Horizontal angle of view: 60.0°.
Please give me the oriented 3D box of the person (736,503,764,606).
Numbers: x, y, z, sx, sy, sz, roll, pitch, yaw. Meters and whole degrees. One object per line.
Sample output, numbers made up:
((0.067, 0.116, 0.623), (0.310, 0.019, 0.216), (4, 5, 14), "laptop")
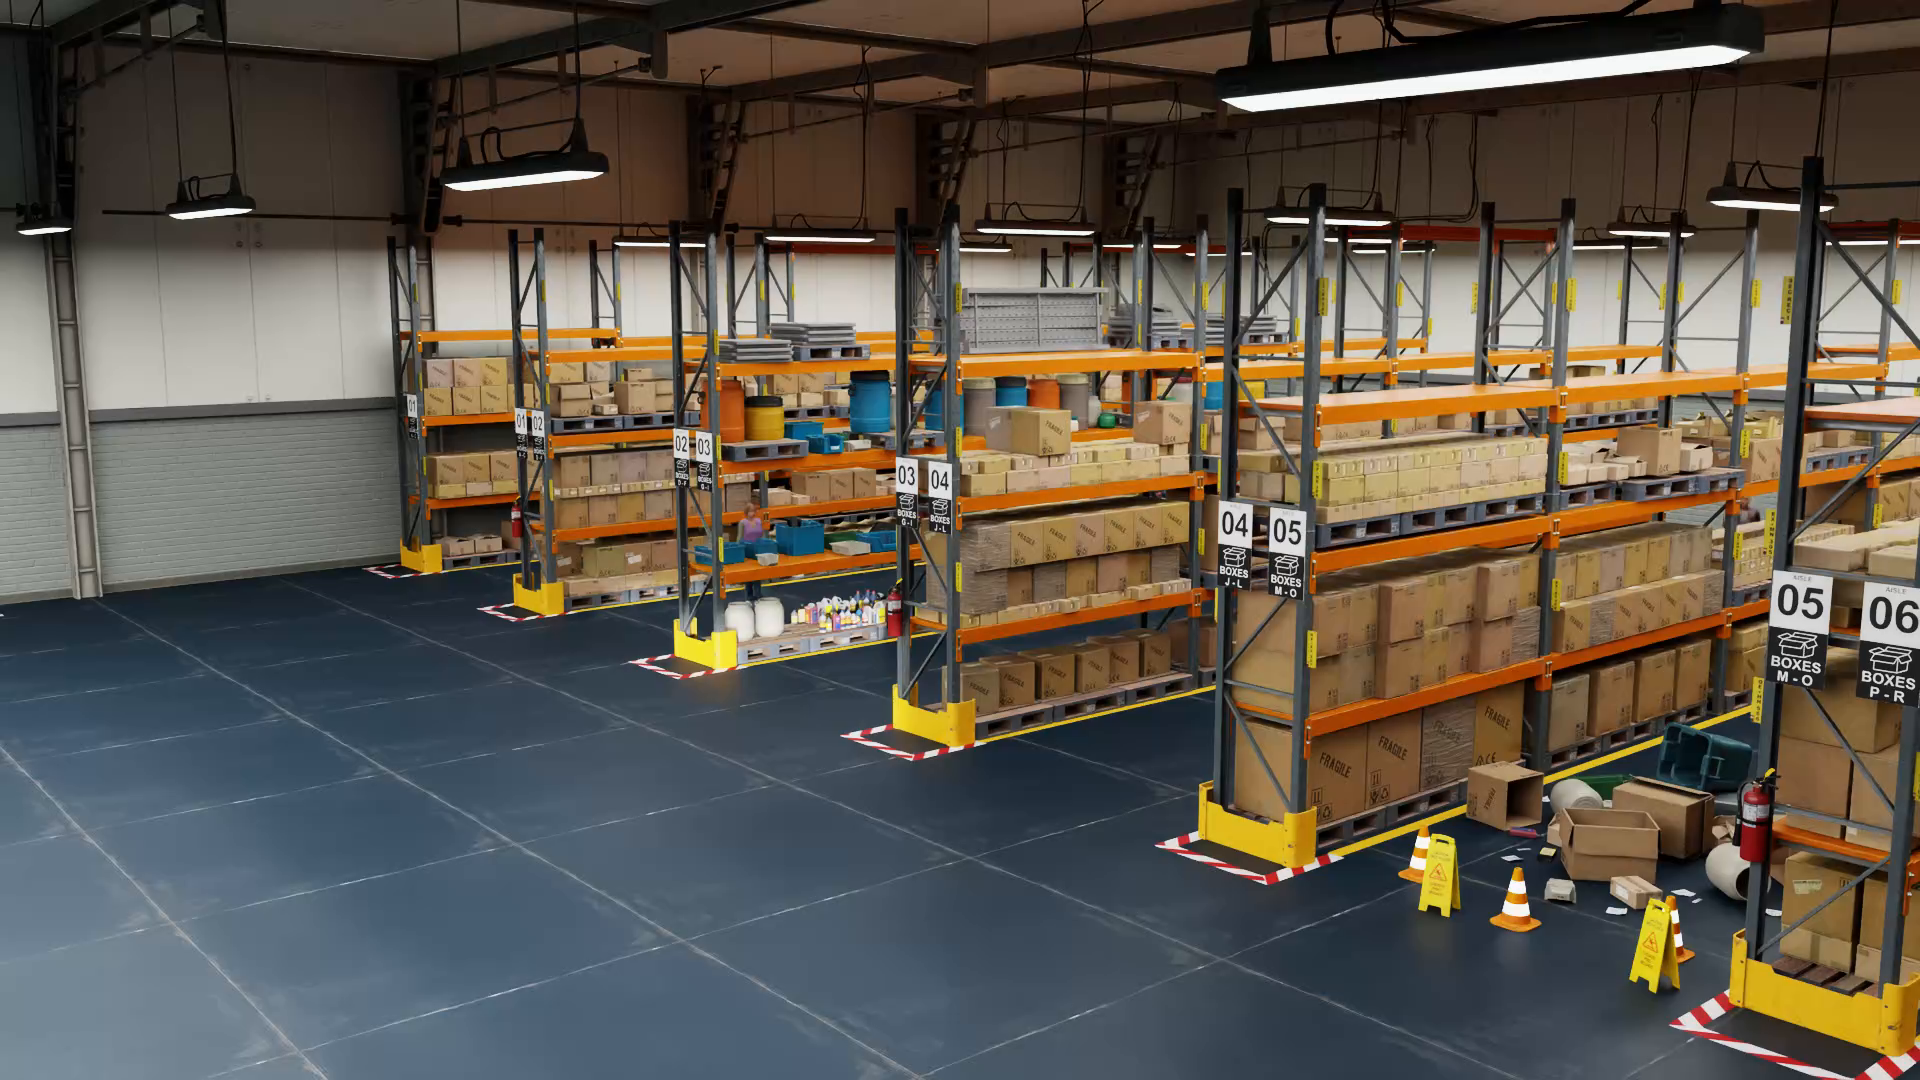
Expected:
((-3.128, 0.232, 25.124), (0.517, 1.607, 0.325), (-4, 10, -26), "person")

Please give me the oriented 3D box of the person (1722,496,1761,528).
((12.824, 0.119, 27.320), (0.597, 1.735, 0.465), (3, 9, 16), "person")
